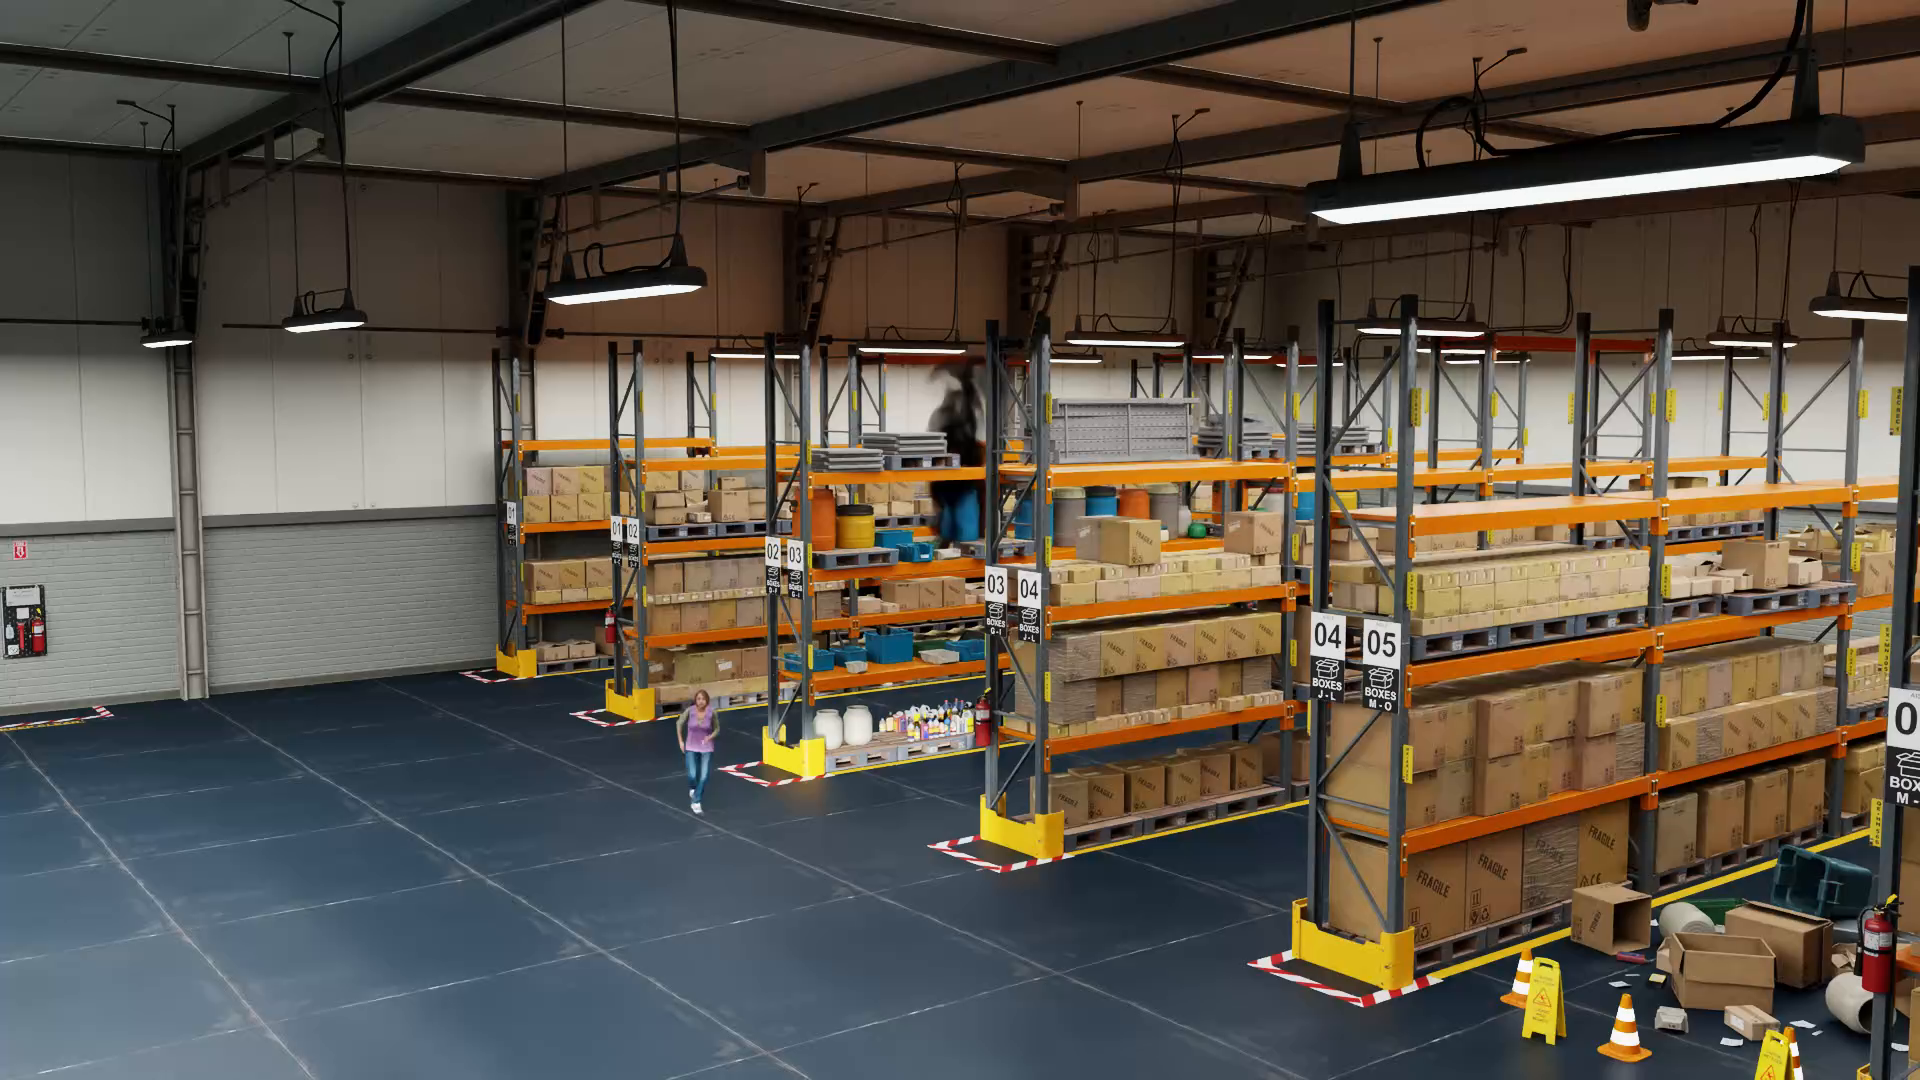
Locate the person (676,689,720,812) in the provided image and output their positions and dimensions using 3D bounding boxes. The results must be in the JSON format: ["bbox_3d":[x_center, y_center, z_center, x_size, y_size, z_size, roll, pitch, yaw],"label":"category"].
[{"bbox_3d":[-3.210,2.601,20.432,0.530,1.551,0.561,-1,5,-10],"label":"person"}]
